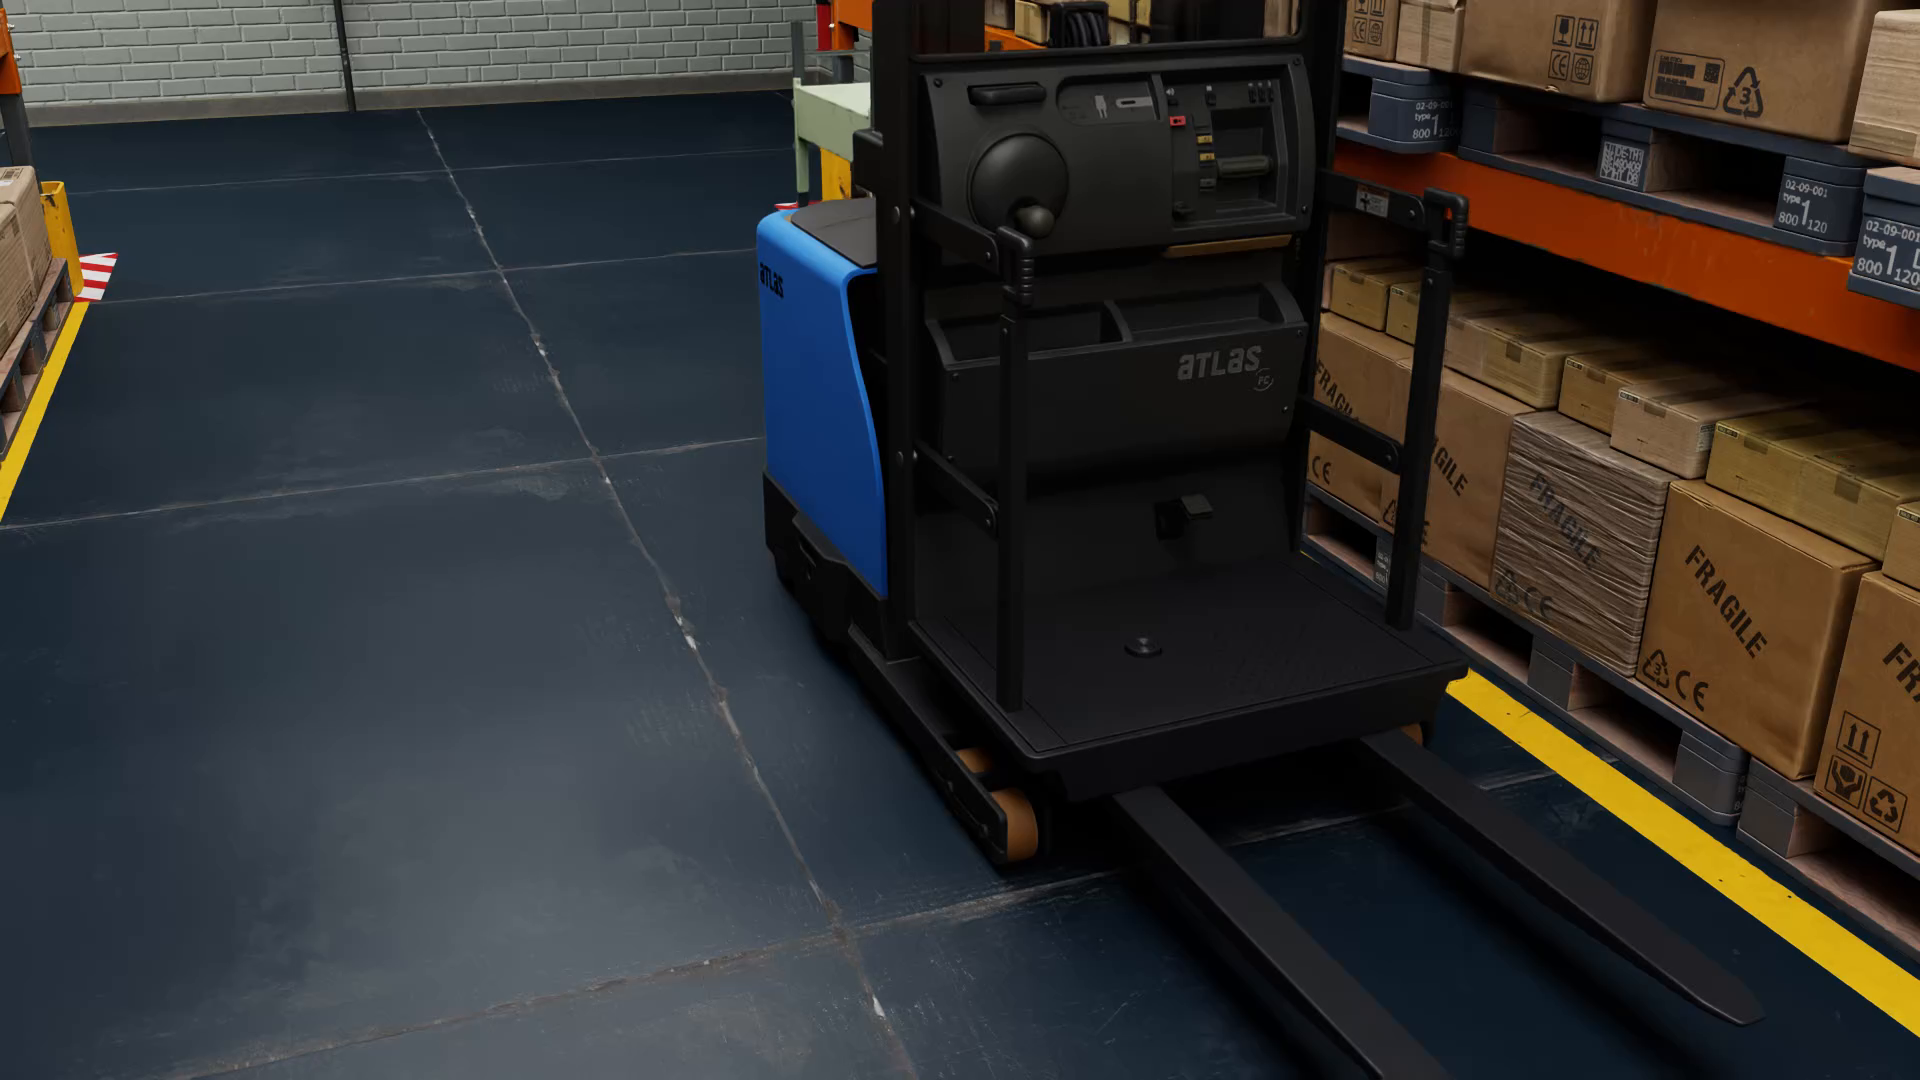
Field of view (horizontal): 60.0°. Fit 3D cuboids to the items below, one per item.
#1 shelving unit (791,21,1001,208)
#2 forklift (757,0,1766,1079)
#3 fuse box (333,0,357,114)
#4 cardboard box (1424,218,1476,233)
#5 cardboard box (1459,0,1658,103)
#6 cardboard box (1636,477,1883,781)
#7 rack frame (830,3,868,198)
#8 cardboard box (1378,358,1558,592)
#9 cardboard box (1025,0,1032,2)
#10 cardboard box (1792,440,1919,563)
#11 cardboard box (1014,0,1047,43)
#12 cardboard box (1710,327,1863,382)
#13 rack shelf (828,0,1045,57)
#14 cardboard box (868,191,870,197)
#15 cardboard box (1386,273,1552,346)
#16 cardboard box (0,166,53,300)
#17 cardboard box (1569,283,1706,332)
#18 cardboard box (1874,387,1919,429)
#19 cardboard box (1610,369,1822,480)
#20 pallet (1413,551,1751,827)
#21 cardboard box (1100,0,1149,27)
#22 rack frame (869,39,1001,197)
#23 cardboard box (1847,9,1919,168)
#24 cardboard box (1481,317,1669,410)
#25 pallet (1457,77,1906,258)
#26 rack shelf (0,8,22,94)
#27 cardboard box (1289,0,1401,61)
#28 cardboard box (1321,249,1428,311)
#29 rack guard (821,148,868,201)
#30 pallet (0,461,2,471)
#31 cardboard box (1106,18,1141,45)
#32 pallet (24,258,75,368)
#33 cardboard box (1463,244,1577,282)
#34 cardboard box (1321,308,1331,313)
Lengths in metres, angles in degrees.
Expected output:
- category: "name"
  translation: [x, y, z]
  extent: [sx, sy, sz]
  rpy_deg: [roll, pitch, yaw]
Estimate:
- category: "shelving unit"
  translation: [-0.212, -0.872, 5.388]
  extent: [0.431, 1.500, 0.755]
  rpy_deg: [-9, 25, -21]
- category: "forklift"
  translation: [0.454, -0.838, 3.465]
  extent: [1.130, 2.935, 3.031]
  rpy_deg: [-9, 25, -21]
- category: "fuse box"
  translation: [-4.853, -4.214, 13.045]
  extent: [0.539, 1.711, 0.414]
  rpy_deg: [-8, 24, -19]
- category: "cardboard box"
  translation: [1.600, -1.002, 5.609]
  extent: [0.380, 0.149, 0.250]
  rpy_deg: [-9, 25, -21]
- category: "cardboard box"
  translation: [1.622, -1.316, 3.840]
  extent: [0.700, 0.500, 0.500]
  rpy_deg: [-8, 24, -19]
- category: "cardboard box"
  translation: [1.908, 0.158, 3.690]
  extent: [0.500, 0.500, 0.500]
  rpy_deg: [-7, 24, -17]
- category: "rack frame"
  translation: [-0.213, -3.209, 9.003]
  extent: [1.000, 3.000, 0.127]
  rpy_deg: [-8, 24, -19]
- category: "cardboard box"
  translation: [1.530, -0.217, 4.580]
  extent: [0.500, 0.500, 0.500]
  rpy_deg: [-9, 25, -21]
- category: "cardboard box"
  translation: [0.437, -2.339, 6.747]
  extent: [0.500, 0.250, 0.500]
  rpy_deg: [-9, 24, -19]
- category: "cardboard box"
  translation: [1.973, -0.087, 3.436]
  extent: [0.380, 0.149, 0.250]
  rpy_deg: [-8, 24, -17]
- category: "cardboard box"
  translation: [0.440, -2.092, 6.675]
  extent: [0.380, 0.149, 0.250]
  rpy_deg: [-9, 24, -20]
- category: "cardboard box"
  translation: [2.158, -0.442, 4.279]
  extent: [0.380, 0.149, 0.250]
  rpy_deg: [-9, 25, -21]
- category: "rack shelf"
  translation: [0.493, -2.151, 7.418]
  extent: [1.077, 0.370, 4.000]
  rpy_deg: [-8, 24, -19]
- category: "cardboard box"
  translation: [-0.086, -2.017, 8.848]
  extent: [0.797, 0.503, 0.637]
  rpy_deg: [-9, 25, -21]
- category: "cardboard box"
  translation: [1.459, -0.650, 4.773]
  extent: [0.380, 0.149, 0.250]
  rpy_deg: [-9, 24, -20]
- category: "cardboard box"
  translation: [-4.529, -1.314, 7.263]
  extent: [0.875, 0.438, 0.875]
  rpy_deg: [-9, 25, -21]
- category: "cardboard box"
  translation: [1.953, -0.624, 4.710]
  extent: [0.380, 0.149, 0.250]
  rpy_deg: [-8, 24, -18]
- category: "cardboard box"
  translation: [2.342, -0.255, 3.835]
  extent: [0.380, 0.149, 0.250]
  rpy_deg: [-9, 24, -20]
- category: "cardboard box"
  translation: [1.759, -0.274, 3.879]
  extent: [0.380, 0.149, 0.250]
  rpy_deg: [-10, 25, -22]
- category: "pallet"
  translation: [1.957, 0.263, 4.354]
  extent: [1.003, 0.211, 1.213]
  rpy_deg: [-8, 24, -19]
- category: "cardboard box"
  translation: [0.792, -1.976, 5.885]
  extent: [0.500, 0.250, 0.500]
  rpy_deg: [-8, 24, -18]
- category: "rack frame"
  translation: [-0.069, -0.741, 5.077]
  extent: [0.400, 1.500, 0.023]
  rpy_deg: [-9, 25, -21]
- category: "cardboard box"
  translation: [1.937, -0.766, 2.858]
  extent: [0.500, 0.250, 0.500]
  rpy_deg: [-10, 25, -21]
- category: "cardboard box"
  translation: [1.598, -0.464, 4.331]
  extent: [0.380, 0.149, 0.250]
  rpy_deg: [-7, 24, -17]
- category: "pallet"
  translation: [1.922, -0.920, 3.818]
  extent: [1.003, 0.211, 1.213]
  rpy_deg: [-8, 24, -19]
- category: "rack shelf"
  translation: [-4.149, -1.469, 5.799]
  extent: [1.077, 0.370, 4.000]
  rpy_deg: [-8, 24, -19]
- category: "cardboard box"
  translation: [1.344, -1.601, 4.517]
  extent: [0.700, 0.500, 0.500]
  rpy_deg: [-8, 24, -18]
- category: "cardboard box"
  translation: [1.248, -0.840, 5.223]
  extent: [0.380, 0.149, 0.250]
  rpy_deg: [-9, 24, -20]
- category: "rack guard"
  translation: [-0.186, -2.030, 9.423]
  extent: [1.175, 0.500, 0.348]
  rpy_deg: [-8, 24, -19]
- category: "pallet"
  translation: [-3.638, -0.076, 5.158]
  extent: [1.003, 0.211, 1.213]
  rpy_deg: [-8, 24, -19]
- category: "cardboard box"
  translation: [0.739, -1.813, 6.013]
  extent: [0.380, 0.149, 0.250]
  rpy_deg: [-8, 24, -18]
- category: "pallet"
  translation: [-4.500, -0.962, 7.261]
  extent: [1.003, 0.211, 1.213]
  rpy_deg: [-8, 24, -19]
- category: "cardboard box"
  translation: [1.791, -0.820, 5.177]
  extent: [0.380, 0.149, 0.250]
  rpy_deg: [-8, 24, -18]
- category: "cardboard box"
  translation: [1.160, -0.591, 5.468]
  extent: [0.500, 0.500, 0.500]
  rpy_deg: [-7, 24, -17]
